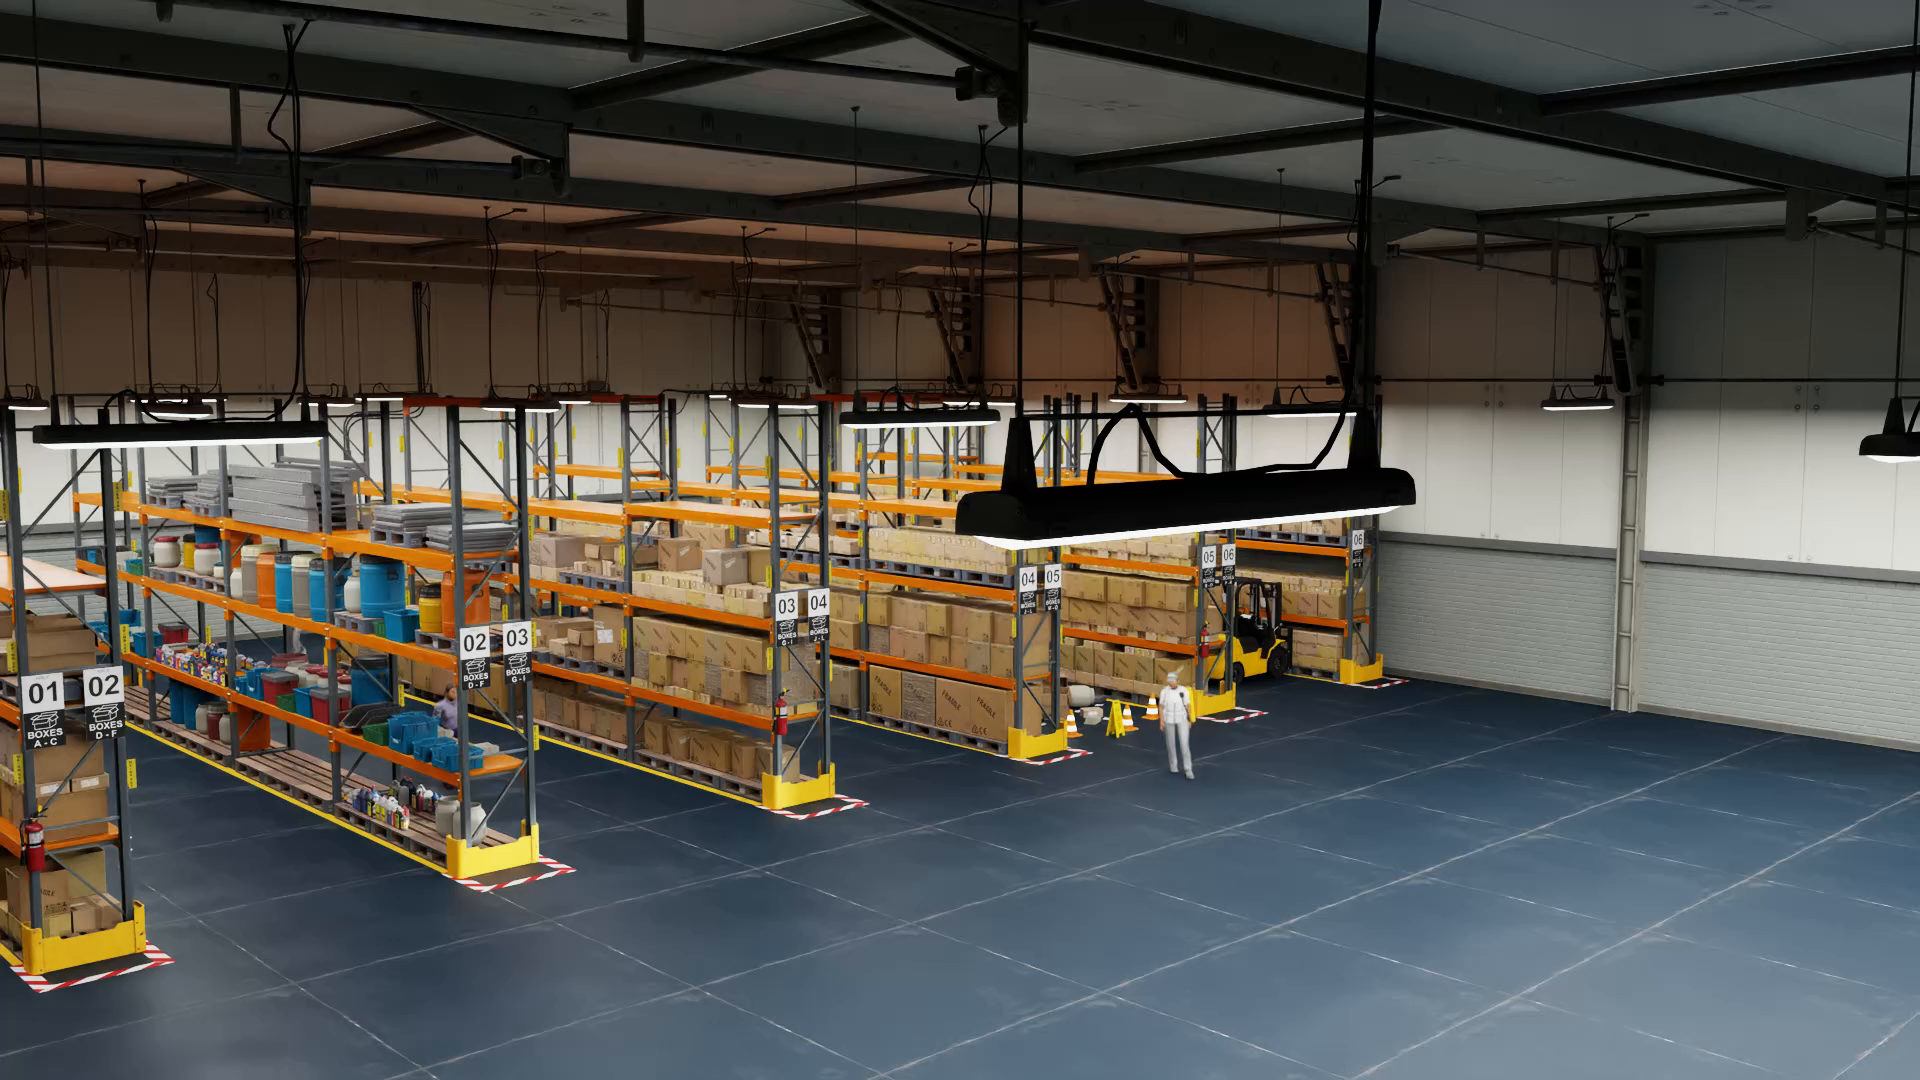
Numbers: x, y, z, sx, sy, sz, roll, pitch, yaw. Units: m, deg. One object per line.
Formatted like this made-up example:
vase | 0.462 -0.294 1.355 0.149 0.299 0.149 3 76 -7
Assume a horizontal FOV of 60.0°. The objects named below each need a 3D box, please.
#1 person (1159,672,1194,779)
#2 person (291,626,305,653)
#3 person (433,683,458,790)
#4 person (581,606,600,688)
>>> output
person | 3.479 2.950 26.597 0.625 1.662 0.733 2 6 15
person | -14.814 1.950 37.132 0.424 1.587 0.534 3 6 26
person | -7.974 3.031 25.887 0.532 1.637 0.569 4 7 33
person | -7.580 2.212 33.816 0.565 1.724 0.487 -1 6 -13
